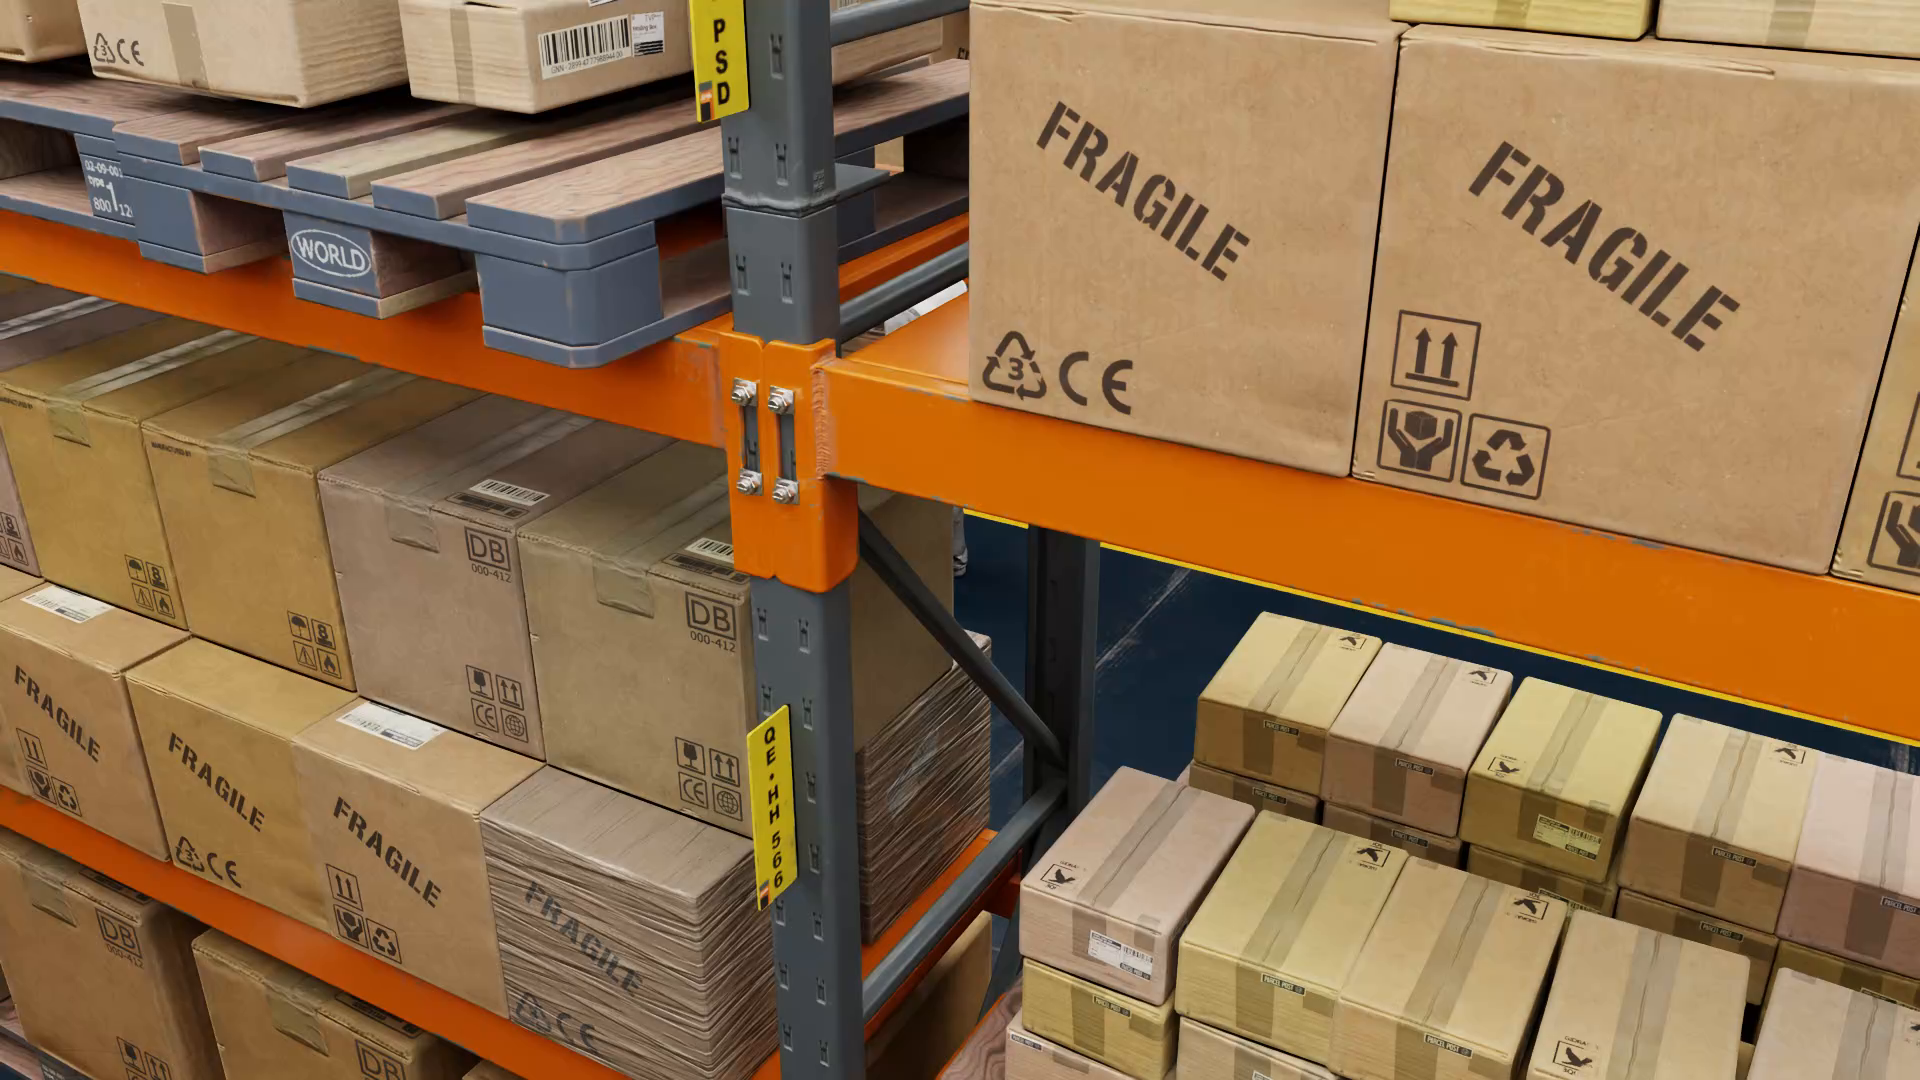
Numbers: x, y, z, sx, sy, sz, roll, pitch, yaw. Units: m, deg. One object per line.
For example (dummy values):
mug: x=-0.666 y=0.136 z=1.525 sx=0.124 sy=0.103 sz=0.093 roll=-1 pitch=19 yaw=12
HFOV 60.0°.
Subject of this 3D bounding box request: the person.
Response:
person: x=-0.160 y=-0.584 z=7.263 sx=0.466 sy=1.771 sz=0.583 roll=14 pitch=30 yaw=26
